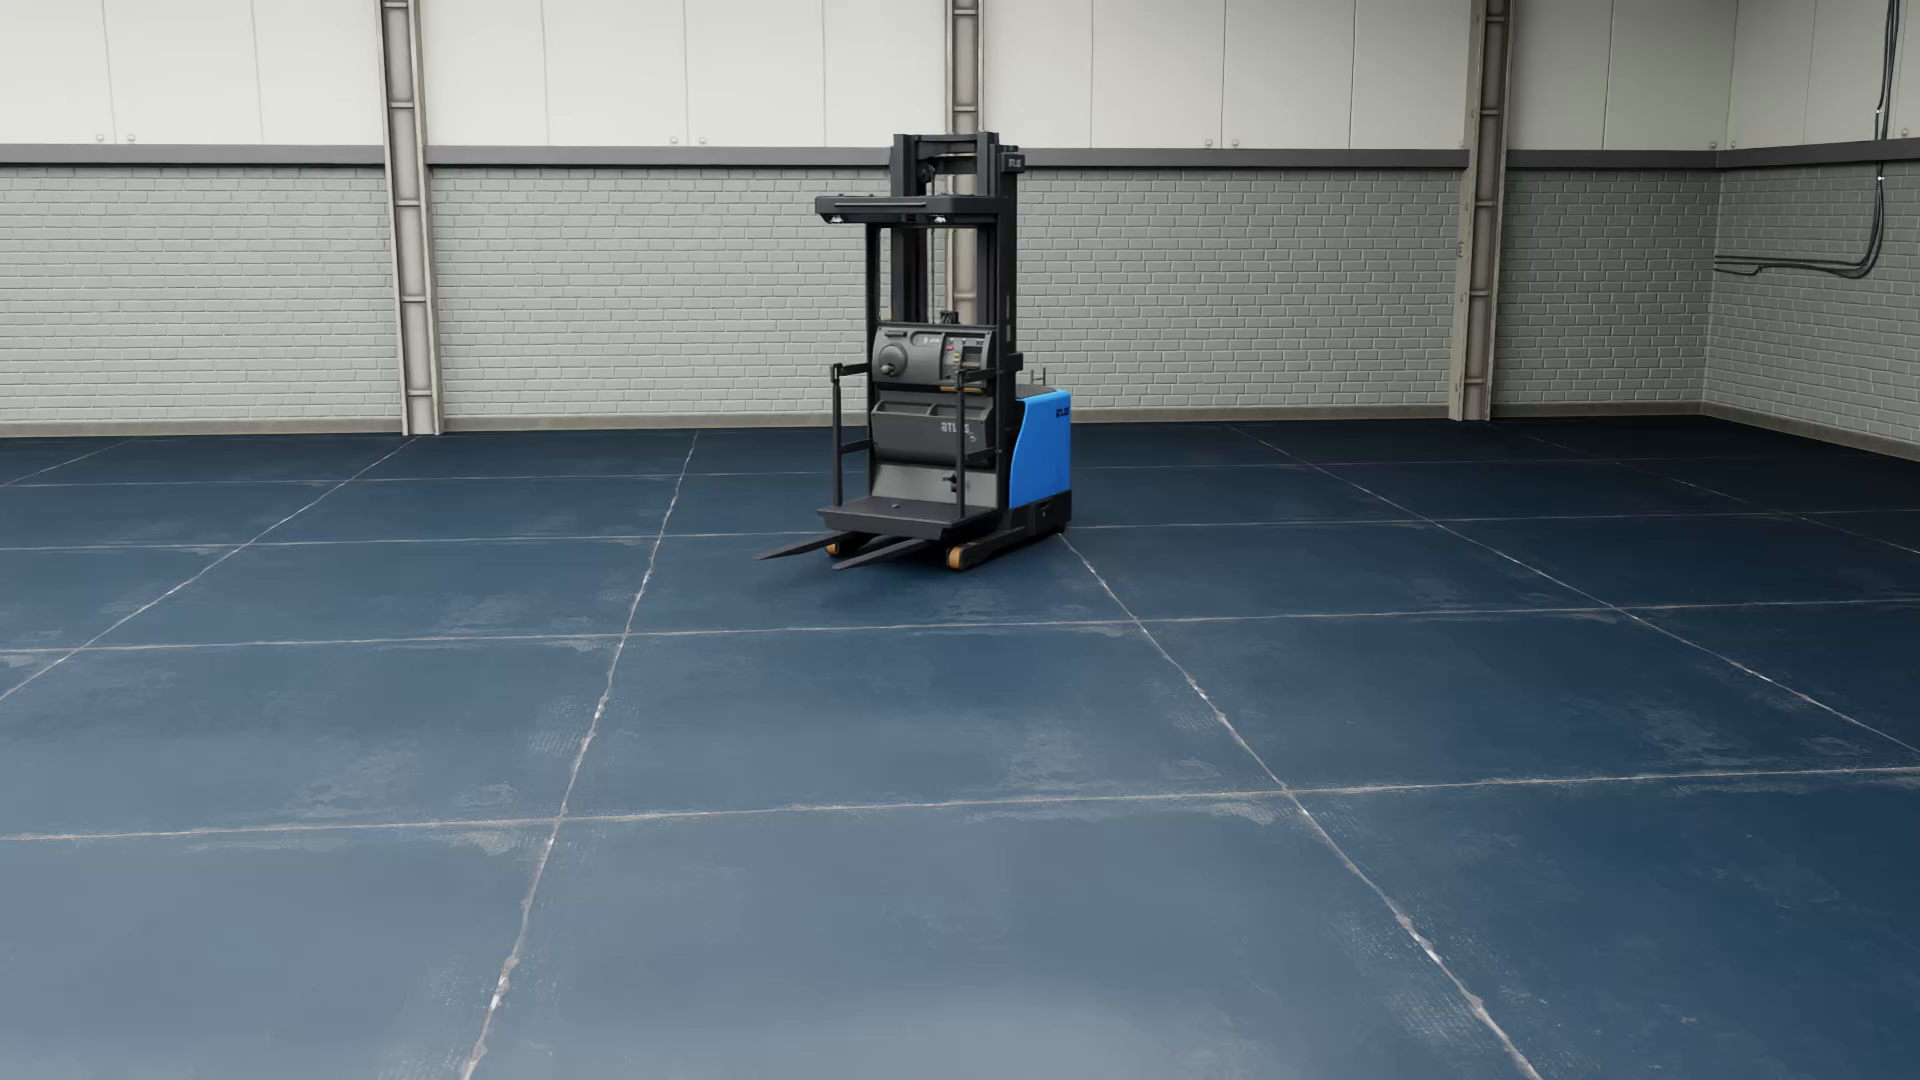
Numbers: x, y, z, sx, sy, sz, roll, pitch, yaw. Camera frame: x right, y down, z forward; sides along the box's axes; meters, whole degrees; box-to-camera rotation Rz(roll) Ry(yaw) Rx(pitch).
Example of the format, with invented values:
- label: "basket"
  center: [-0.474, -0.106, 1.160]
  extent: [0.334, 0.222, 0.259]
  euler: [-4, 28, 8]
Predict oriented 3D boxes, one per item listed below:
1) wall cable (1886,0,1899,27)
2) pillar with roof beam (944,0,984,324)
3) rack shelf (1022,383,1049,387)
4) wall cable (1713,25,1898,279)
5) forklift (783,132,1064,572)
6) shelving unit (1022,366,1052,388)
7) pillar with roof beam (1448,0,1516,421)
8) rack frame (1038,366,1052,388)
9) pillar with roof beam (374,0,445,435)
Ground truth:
- label: "wall cable"
  center: [9.373, -6.089, 14.970]
  extent: [0.112, 2.526, 3.097]
  euler: [-1, 11, -6]
- label: "pillar with roof beam"
  center: [0.509, -4.895, 13.939]
  extent: [0.400, 9.000, 9.100]
  euler: [-1, 11, -6]
- label: "rack shelf"
  center: [0.445, -1.179, 13.175]
  extent: [0.480, 0.148, 0.258]
  euler: [6, 8, 26]
- label: "wall cable"
  center: [9.081, -4.130, 18.096]
  extent: [0.112, 2.526, 3.097]
  euler: [-1, 11, -6]
- label: "forklift"
  center: [-0.231, -1.324, 11.502]
  extent: [1.130, 2.935, 3.031]
  euler: [5, 12, 22]
- label: "shelving unit"
  center: [0.431, -0.789, 13.225]
  extent: [0.503, 1.200, 0.258]
  euler: [6, 8, 26]
- label: "pillar with roof beam"
  center: [6.474, -5.020, 14.575]
  extent: [0.400, 9.000, 9.100]
  euler: [-1, 11, -6]
- label: "rack frame"
  center: [0.649, -0.768, 13.118]
  extent: [0.015, 1.200, 0.240]
  euler: [6, 8, 26]
- label: "pillar with roof beam"
  center: [-5.456, -4.770, 13.304]
  extent: [0.400, 9.000, 9.100]
  euler: [-1, 11, -6]
